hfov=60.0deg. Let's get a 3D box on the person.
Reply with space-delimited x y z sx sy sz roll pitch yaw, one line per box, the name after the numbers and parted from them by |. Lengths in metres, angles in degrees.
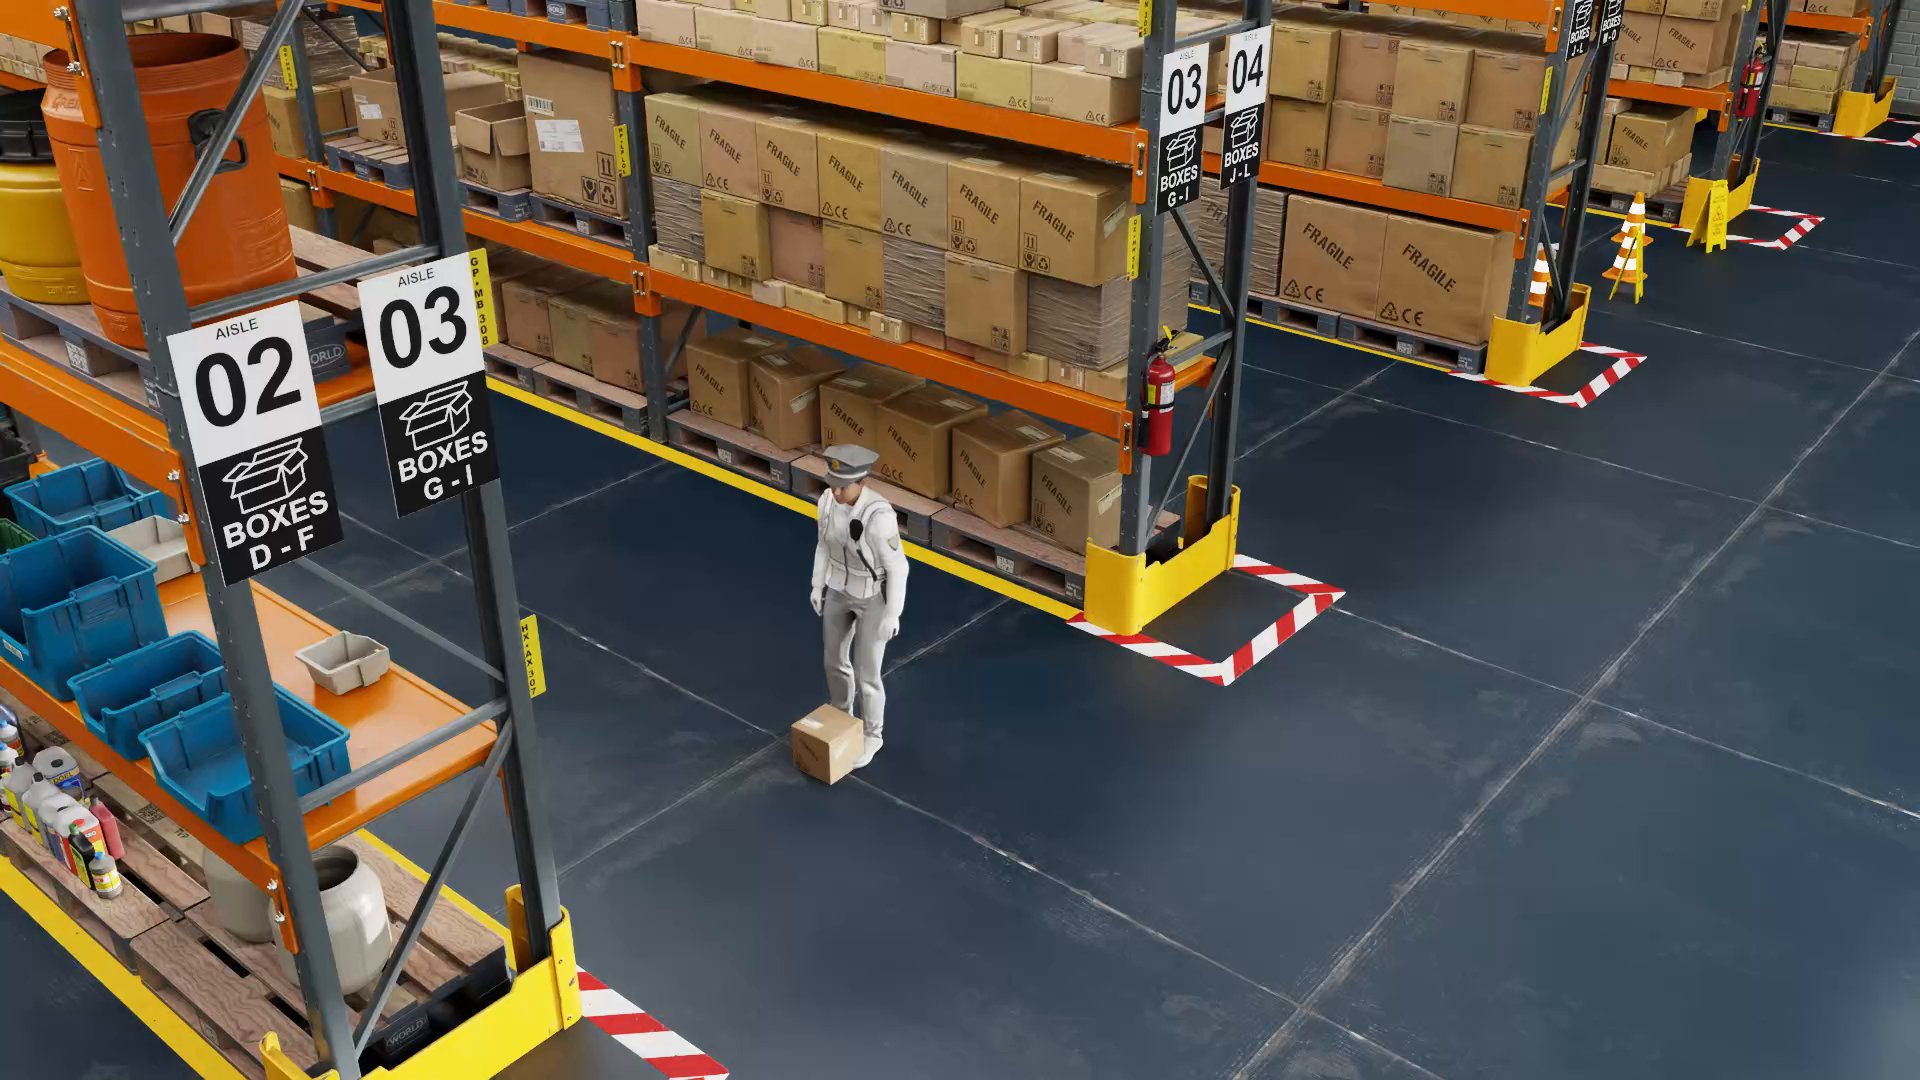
-0.510 0.301 8.038 0.542 1.662 0.415 19 33 31 | person
